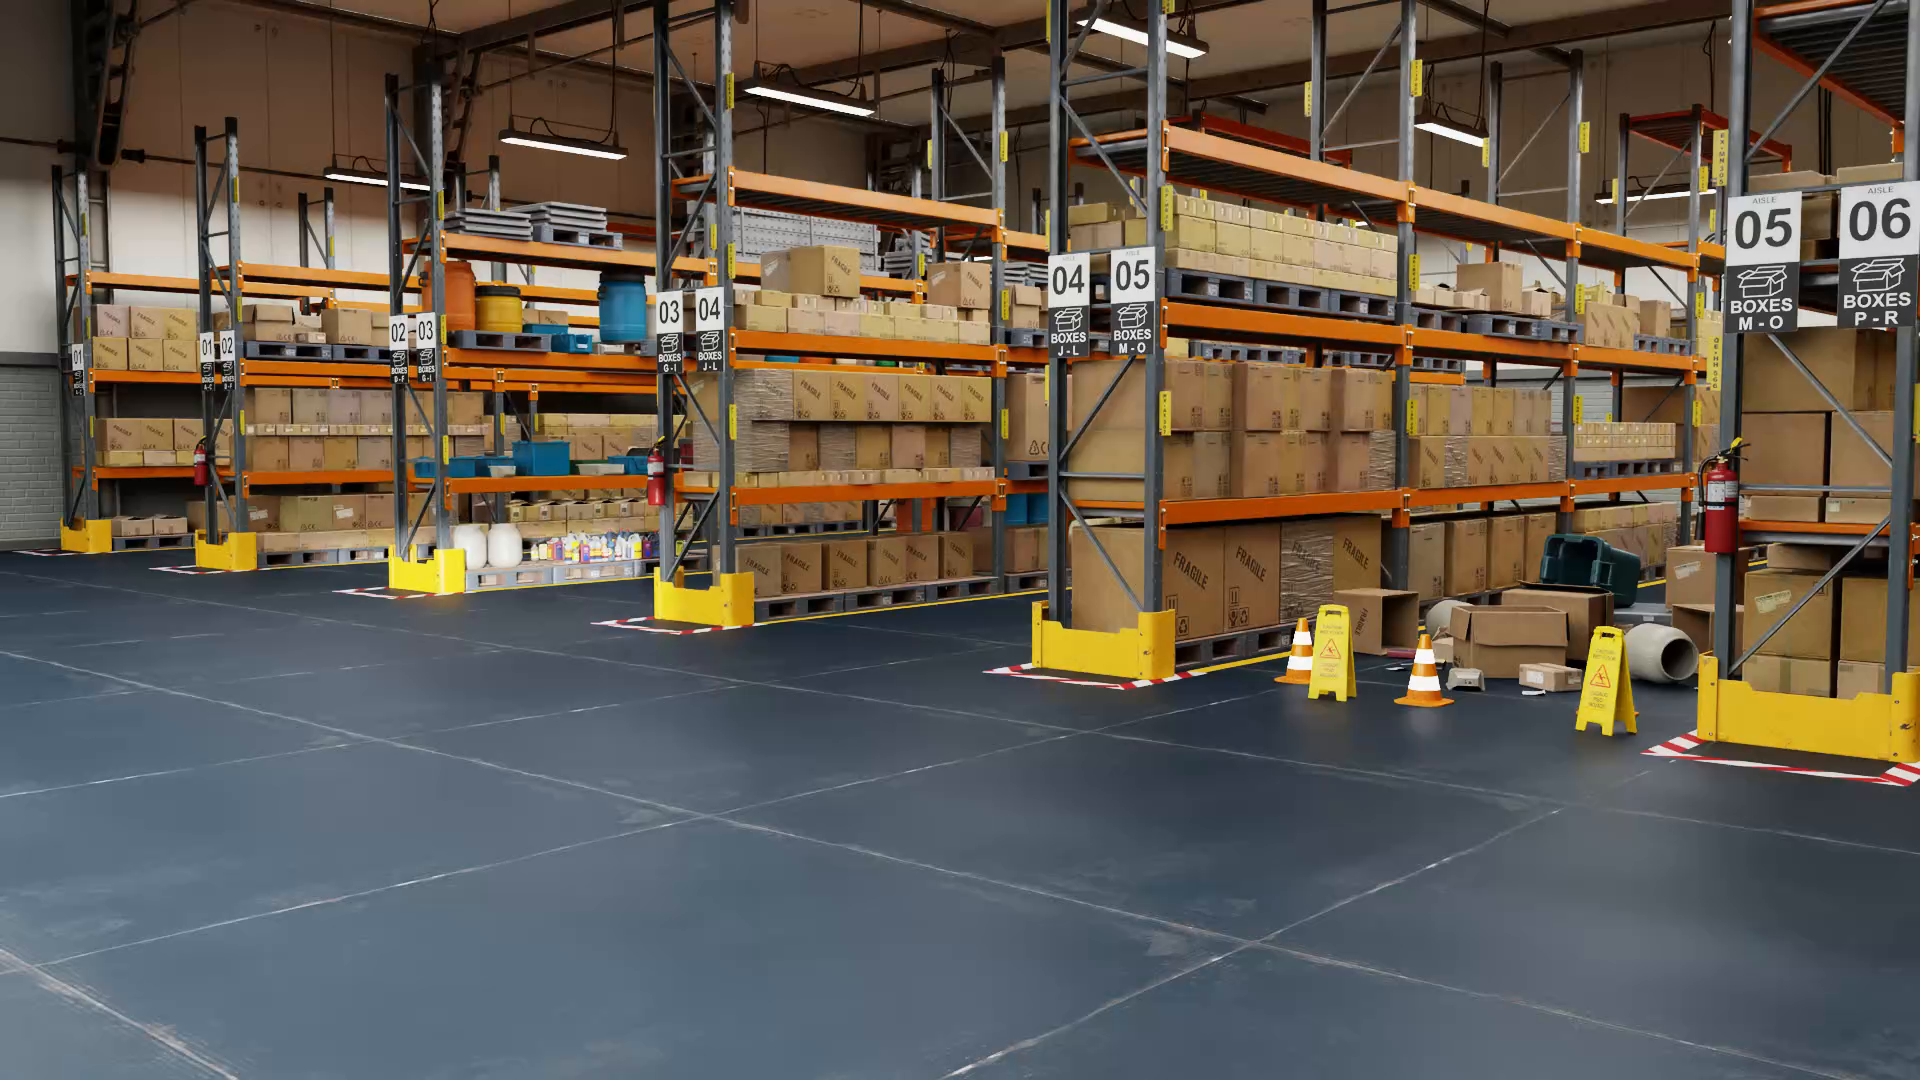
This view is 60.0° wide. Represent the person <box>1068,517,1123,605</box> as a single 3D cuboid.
[{"bbox_3d":[1.441,0.154,17.090,0.435,1.162,0.849,3,5,39],"label":"person"}]
